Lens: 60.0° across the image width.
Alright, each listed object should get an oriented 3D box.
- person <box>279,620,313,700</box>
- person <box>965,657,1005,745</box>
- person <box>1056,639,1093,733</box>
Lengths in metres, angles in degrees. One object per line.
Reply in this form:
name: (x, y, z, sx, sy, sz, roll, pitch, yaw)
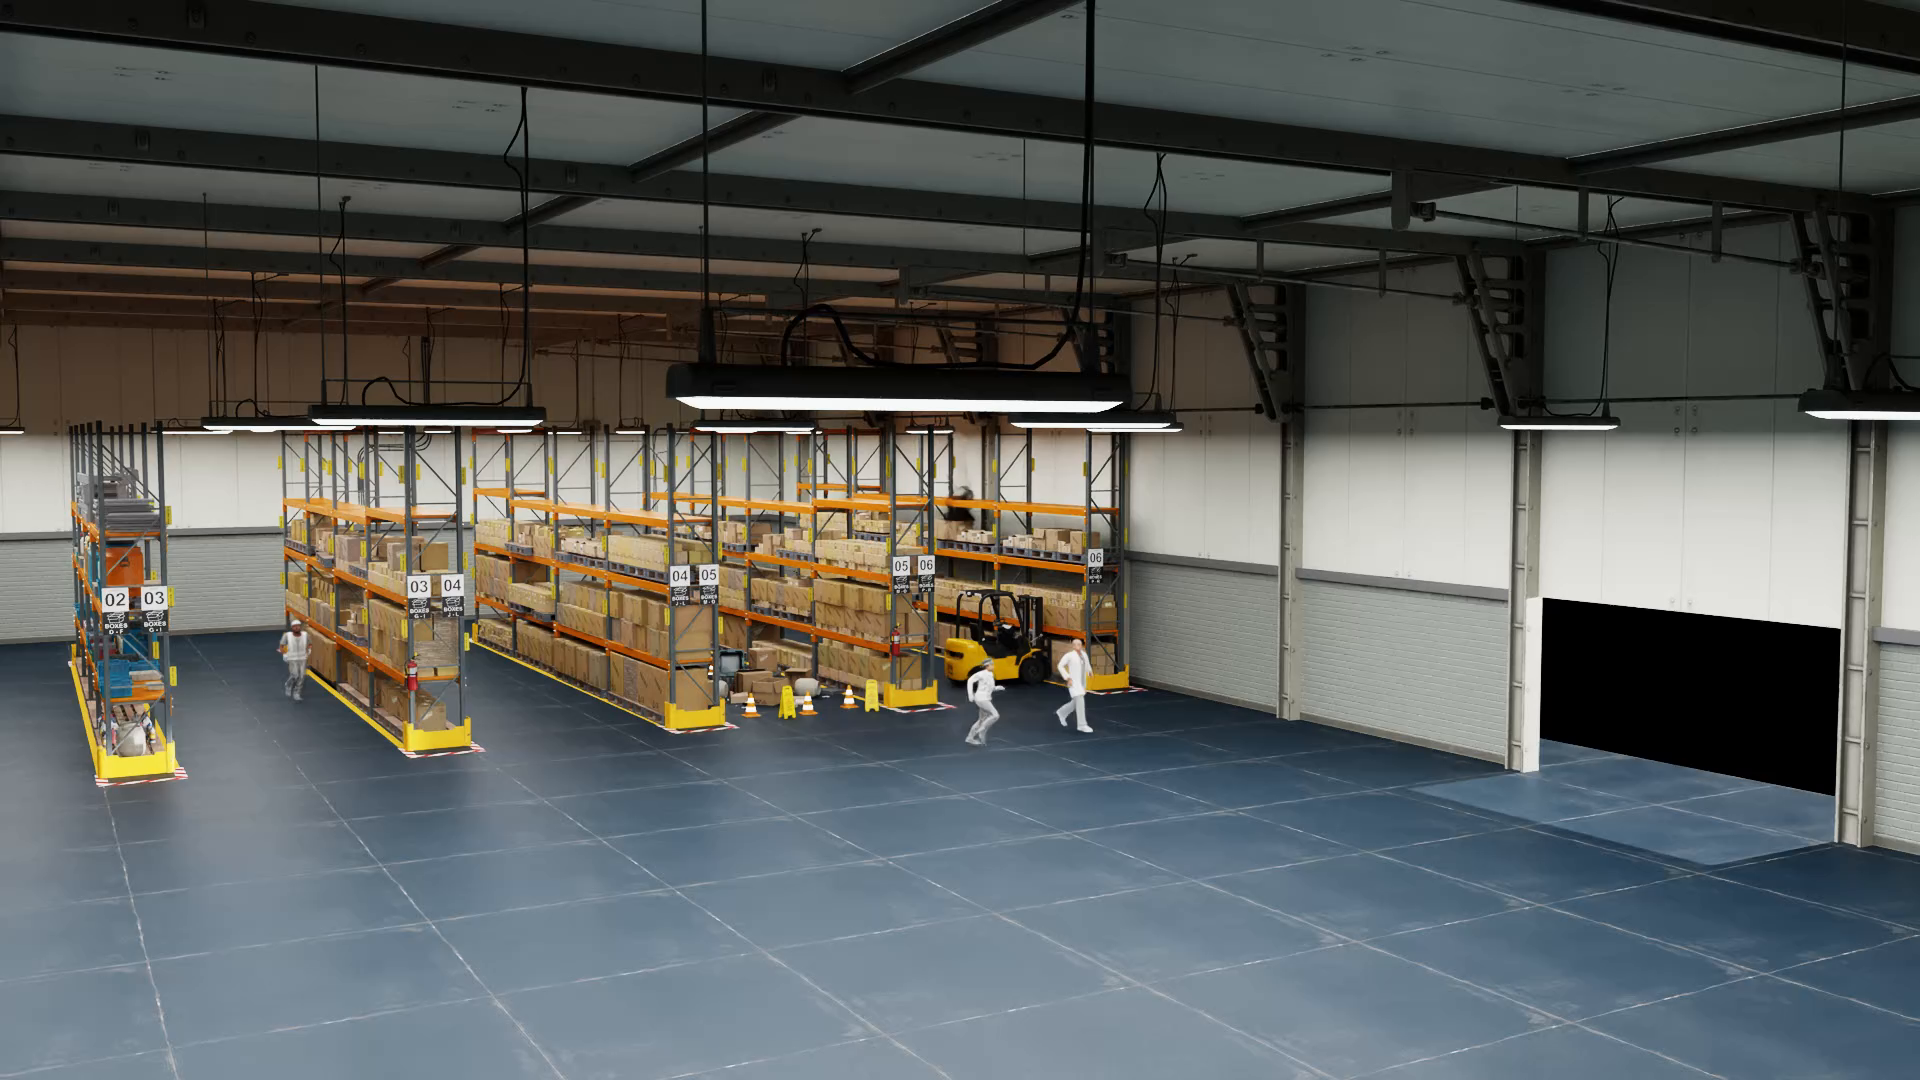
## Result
person: (-14.415, 2.615, 36.208, 0.666, 1.746, 0.618, -3, 4, -36)
person: (0.466, 2.978, 30.761, 0.729, 1.642, 0.644, 1, 4, 21)
person: (2.252, 2.800, 32.340, 1.002, 1.774, 0.713, 4, 5, 45)
